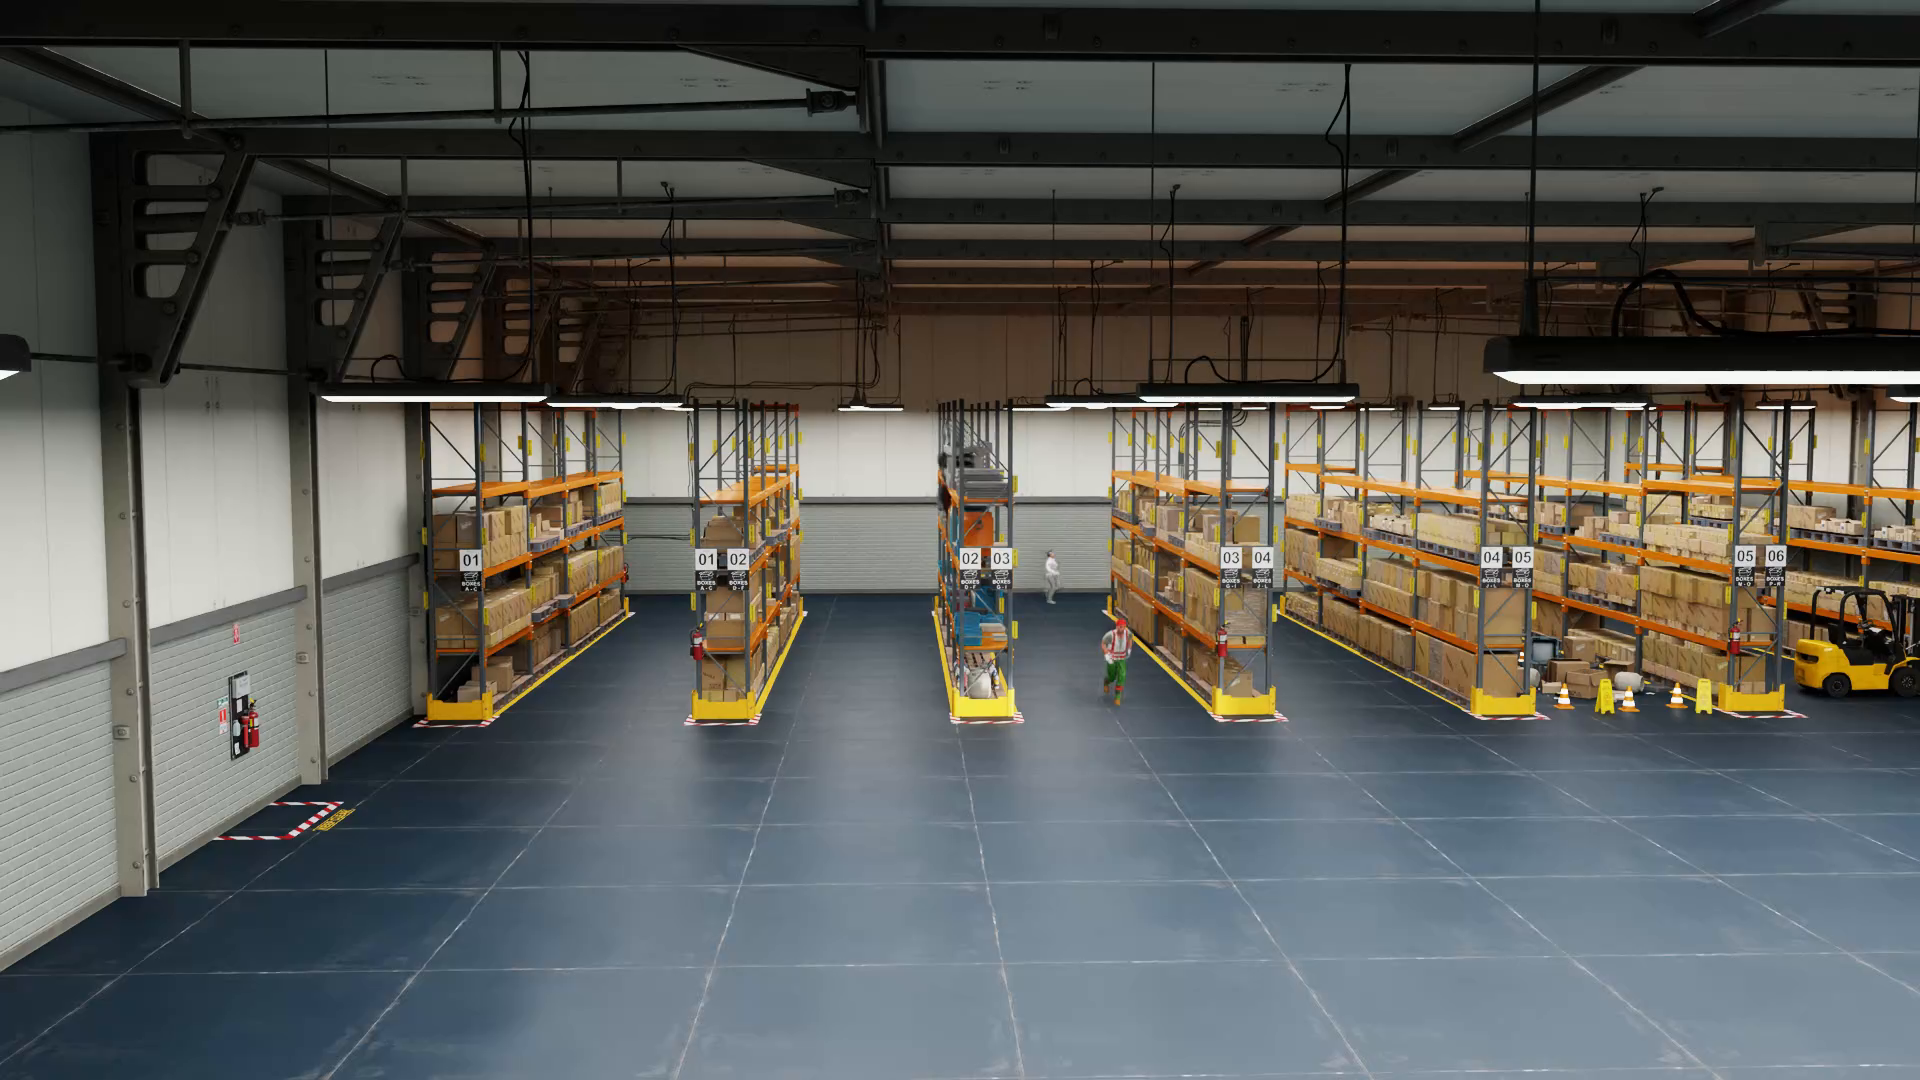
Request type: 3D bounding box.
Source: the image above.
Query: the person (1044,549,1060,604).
[{"bbox_3d":[2.786,1.097,50.249,0.548,1.646,0.613,2,5,22],"label":"person"}]

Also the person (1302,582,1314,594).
[{"bbox_3d":[10.310,1.171,48.745,0.531,1.715,0.771,2,5,28],"label":"person"}]

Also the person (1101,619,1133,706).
[{"bbox_3d":[3.077,2.383,32.989,0.674,1.728,1.012,-1,5,-19],"label":"person"}]

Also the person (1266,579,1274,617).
[{"bbox_3d":[8.236,1.440,45.264,0.651,1.702,0.876,-1,4,-7],"label":"person"}]
